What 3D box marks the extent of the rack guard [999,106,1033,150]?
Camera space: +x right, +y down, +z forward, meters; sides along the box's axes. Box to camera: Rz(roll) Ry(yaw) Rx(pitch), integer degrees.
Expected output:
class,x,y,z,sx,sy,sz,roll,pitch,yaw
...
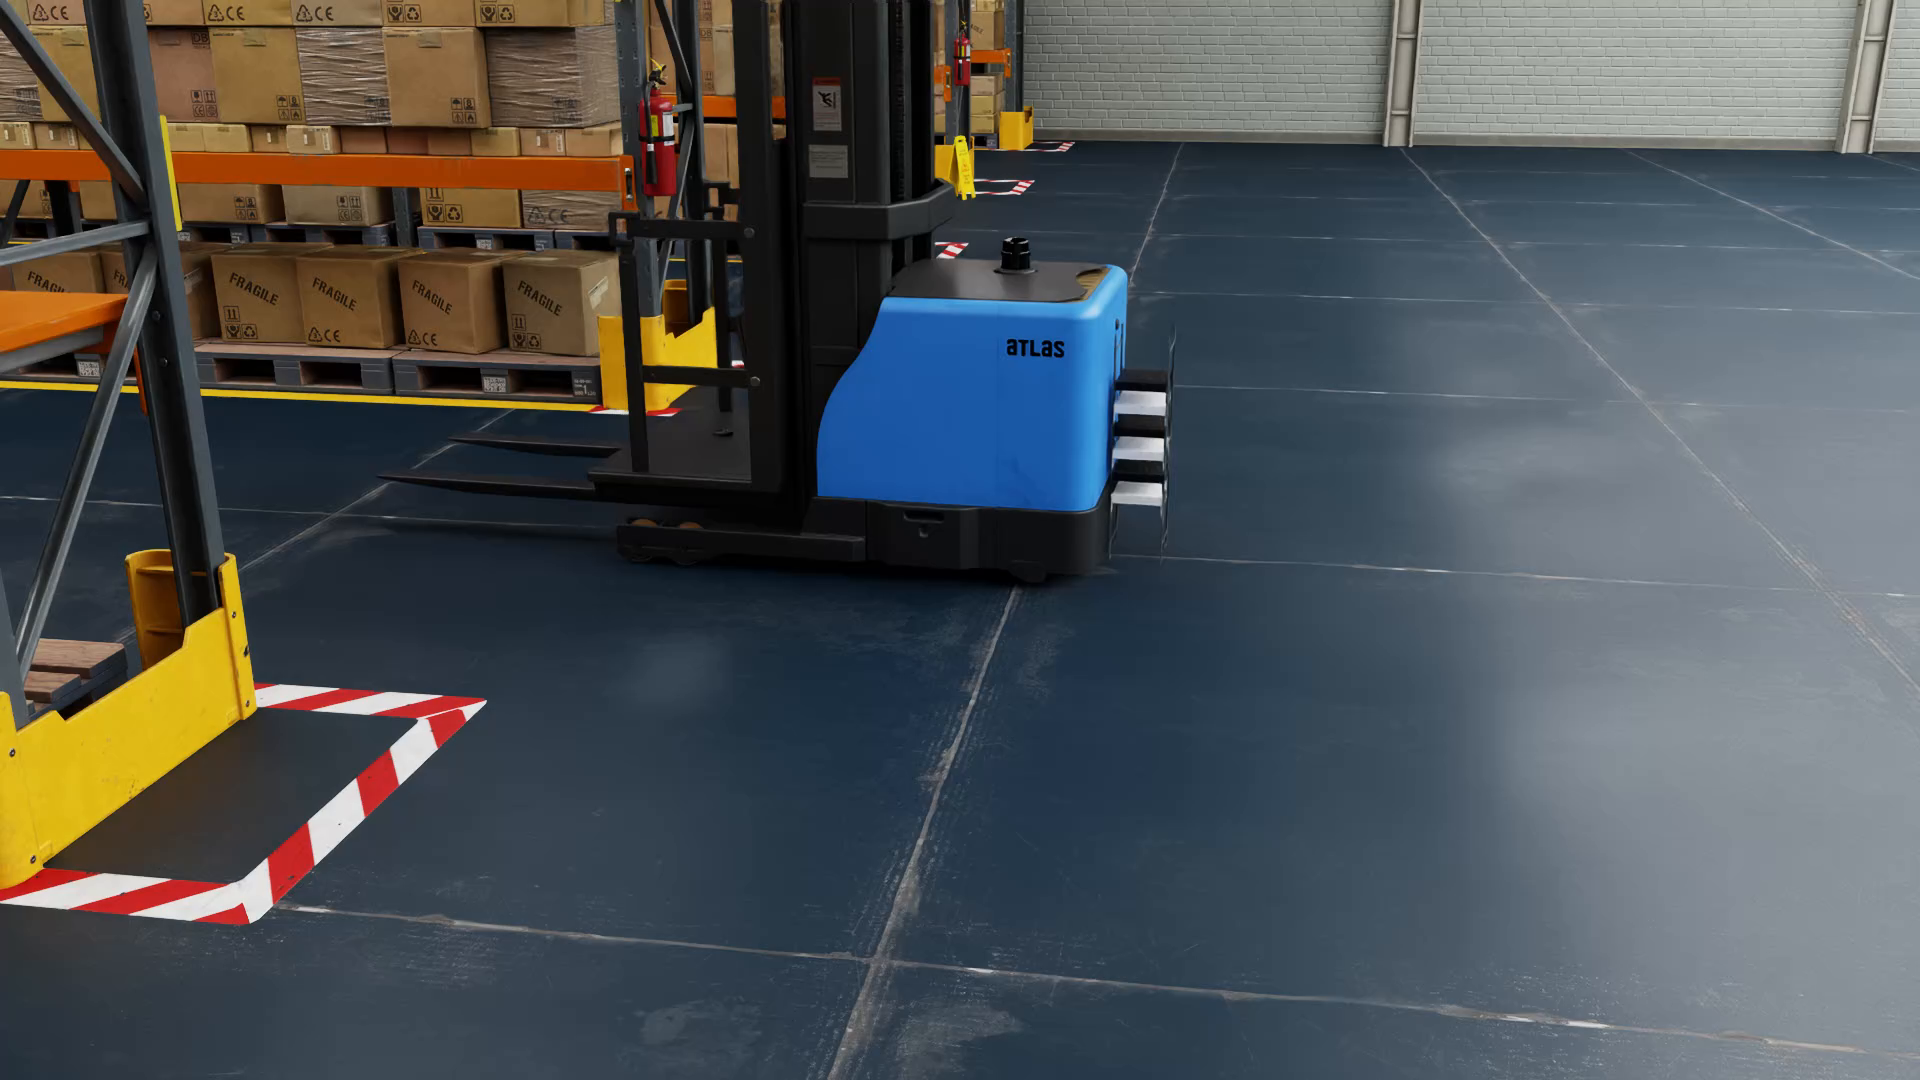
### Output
class,x,y,z,sx,sy,sz,roll,pitch,yaw
rack guard,0.790,-5.767,23.250,0.348,0.500,1.175,3,19,9

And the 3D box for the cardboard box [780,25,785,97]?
class,x,y,z,sx,sy,sz,roll,pitch,yaw
cardboard box,-1.077,-3.918,13.548,0.550,0.550,0.875,3,19,9

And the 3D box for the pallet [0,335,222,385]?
class,x,y,z,sx,sy,sz,roll,pitch,yaw
pallet,-4.870,-1.150,9.906,1.213,0.211,1.003,3,19,9

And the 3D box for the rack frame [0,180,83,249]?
class,x,y,z,sx,sy,sz,roll,pitch,yaw
rack frame,-5.539,-2.495,9.532,0.127,3.000,1.000,3,19,9

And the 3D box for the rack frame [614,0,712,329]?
class,x,y,z,sx,sy,sz,roll,pitch,yaw
rack frame,-1.590,-2.293,8.930,0.127,3.000,1.000,3,19,9

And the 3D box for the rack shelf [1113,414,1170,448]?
class,x,y,z,sx,sy,sz,roll,pitch,yaw
rack shelf,0.712,-0.431,6.496,0.200,0.077,0.258,4,19,11

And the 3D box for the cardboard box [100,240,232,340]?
class,x,y,z,sx,sy,sz,roll,pitch,yaw
cardboard box,-4.584,-1.449,9.685,0.500,0.500,0.500,9,21,26

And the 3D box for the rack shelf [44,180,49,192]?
class,x,y,z,sx,sy,sz,roll,pitch,yaw
rack shelf,-7.514,-2.254,9.947,4.000,0.370,1.077,3,19,9

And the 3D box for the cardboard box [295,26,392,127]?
class,x,y,z,sx,sy,sz,roll,pitch,yaw
cardboard box,-3.128,-2.544,9.054,0.500,0.500,0.875,3,19,9

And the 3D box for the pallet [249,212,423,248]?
class,x,y,z,sx,sy,sz,roll,pitch,yaw
pallet,-5.426,-2.736,14.649,1.213,0.211,1.003,3,19,9

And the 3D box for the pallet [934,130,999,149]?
class,x,y,z,sx,sy,sz,roll,pitch,yaw
pallet,0.004,-5.656,23.375,1.213,0.211,1.003,3,19,9

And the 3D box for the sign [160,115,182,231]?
class,x,y,z,sx,sy,sz,roll,pitch,yaw
sign,-2.284,-1.045,4.763,0.005,0.325,0.100,3,19,9

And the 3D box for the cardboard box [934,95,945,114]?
class,x,y,z,sx,sy,sz,roll,pitch,yaw
cardboard box,-0.258,-6.041,23.013,0.500,0.250,0.500,3,19,8

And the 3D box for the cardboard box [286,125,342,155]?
class,x,y,z,sx,sy,sz,roll,pitch,yaw
cardboard box,-3.402,-2.167,8.947,0.250,0.149,0.380,3,19,9

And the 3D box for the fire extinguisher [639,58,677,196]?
class,x,y,z,sx,sy,sz,roll,pitch,yaw
fire extinguisher,-1.550,-2.107,8.494,0.183,0.674,0.296,3,19,9

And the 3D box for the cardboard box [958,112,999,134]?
class,x,y,z,sx,sy,sz,roll,pitch,yaw
cardboard box,0.252,-5.773,23.002,0.500,0.250,0.500,3,19,9

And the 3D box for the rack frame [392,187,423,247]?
class,x,y,z,sx,sy,sz,roll,pitch,yaw
rack frame,-4.653,-4.044,14.161,0.127,3.000,1.000,3,19,9

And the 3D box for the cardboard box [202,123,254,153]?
class,x,y,z,sx,sy,sz,roll,pitch,yaw
cardboard box,-3.891,-2.199,9.044,0.250,0.149,0.380,3,19,9

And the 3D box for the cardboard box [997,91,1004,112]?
class,x,y,z,sx,sy,sz,roll,pitch,yaw
cardboard box,0.335,-6.174,23.413,0.500,0.250,0.500,3,19,10

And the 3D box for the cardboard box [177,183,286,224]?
class,x,y,z,sx,sy,sz,roll,pitch,yaw
cardboard box,-6.232,-3.229,14.609,0.750,0.750,1.050,3,19,9

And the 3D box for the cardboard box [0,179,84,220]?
class,x,y,z,sx,sy,sz,roll,pitch,yaw
cardboard box,-8.015,-3.318,14.877,0.750,0.750,1.050,3,19,8

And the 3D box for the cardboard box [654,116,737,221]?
class,x,y,z,sx,sy,sz,roll,pitch,yaw
cardboard box,-2.252,-3.091,14.000,0.875,0.875,0.875,3,19,8

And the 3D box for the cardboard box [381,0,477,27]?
class,x,y,z,sx,sy,sz,roll,pitch,yaw
cardboard box,-2.667,-2.930,8.629,0.500,0.500,0.500,3,19,9

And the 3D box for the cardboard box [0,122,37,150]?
class,x,y,z,sx,sy,sz,roll,pitch,yaw
cardboard box,-5.130,-2.254,9.208,0.250,0.149,0.380,3,19,9

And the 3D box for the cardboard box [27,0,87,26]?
class,x,y,z,sx,sy,sz,roll,pitch,yaw
cardboard box,-4.641,-3.030,8.930,0.500,0.500,0.500,3,19,9

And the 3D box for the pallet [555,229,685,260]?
class,x,y,z,sx,sy,sz,roll,pitch,yaw
pallet,-2.706,-2.598,14.234,1.213,0.211,1.003,3,19,9

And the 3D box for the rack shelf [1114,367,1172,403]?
class,x,y,z,sx,sy,sz,roll,pitch,yaw
rack shelf,0.712,-0.602,6.439,0.200,0.077,0.258,4,19,11

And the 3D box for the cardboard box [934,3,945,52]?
class,x,y,z,sx,sy,sz,roll,pitch,yaw
cardboard box,-0.442,-5.697,18.477,0.500,0.500,0.500,3,19,8

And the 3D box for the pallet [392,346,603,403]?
class,x,y,z,sx,sy,sz,roll,pitch,yaw
pallet,-2.461,-1.027,9.539,1.213,0.211,1.003,3,19,9

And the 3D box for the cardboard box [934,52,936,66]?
class,x,y,z,sx,sy,sz,roll,pitch,yaw
cardboard box,-0.421,-5.231,18.105,0.250,0.149,0.380,4,19,10

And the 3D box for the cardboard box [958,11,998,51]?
class,x,y,z,sx,sy,sz,roll,pitch,yaw
cardboard box,0.238,-6.943,22.669,0.500,0.500,0.500,3,19,7

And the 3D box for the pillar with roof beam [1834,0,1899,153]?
class,x,y,z,sx,sy,sz,roll,pitch,yaw
pillar with roof beam,11.387,-8.163,17.018,0.400,9.000,9.100,3,19,9

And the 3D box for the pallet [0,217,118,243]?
class,x,y,z,sx,sy,sz,roll,pitch,yaw
pallet,-7.835,-2.859,15.016,1.213,0.211,1.003,3,19,9

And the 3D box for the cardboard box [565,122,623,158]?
class,x,y,z,sx,sy,sz,roll,pitch,yaw
cardboard box,-1.904,-2.124,8.819,0.250,0.149,0.380,3,19,9

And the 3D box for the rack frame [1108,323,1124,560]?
class,x,y,z,sx,sy,sz,roll,pitch,yaw
rack frame,0.613,-0.384,6.534,0.006,0.900,0.240,4,19,11

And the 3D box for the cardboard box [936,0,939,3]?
class,x,y,z,sx,sy,sz,roll,pitch,yaw
cardboard box,-0.367,-7.290,22.683,0.250,0.149,0.380,3,19,8

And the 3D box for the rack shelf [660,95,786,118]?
class,x,y,z,sx,sy,sz,roll,pitch,yaw
rack shelf,-2.678,-3.602,13.974,4.000,0.370,1.077,3,19,9

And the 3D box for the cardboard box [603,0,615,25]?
class,x,y,z,sx,sy,sz,roll,pitch,yaw
cardboard box,-2.090,-3.069,9.046,0.500,0.500,0.500,3,19,9

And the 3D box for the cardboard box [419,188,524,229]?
class,x,y,z,sx,sy,sz,roll,pitch,yaw
cardboard box,-4.043,-3.181,14.271,0.875,0.875,0.875,3,19,9

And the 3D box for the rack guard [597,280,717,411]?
class,x,y,z,sx,sy,sz,roll,pitch,yaw
rack guard,-1.665,-1.112,9.338,0.348,0.500,1.175,3,19,9

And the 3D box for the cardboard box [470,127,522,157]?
class,x,y,z,sx,sy,sz,roll,pitch,yaw
cardboard box,-2.406,-2.133,8.847,0.250,0.149,0.380,3,19,9

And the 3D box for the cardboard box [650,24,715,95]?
class,x,y,z,sx,sy,sz,roll,pitch,yaw
cardboard box,-2.156,-4.006,13.813,0.550,0.550,0.875,3,19,9

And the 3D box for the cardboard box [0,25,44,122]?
class,x,y,z,sx,sy,sz,roll,pitch,yaw
cardboard box,-5.105,-2.641,9.343,0.500,0.500,0.875,3,19,9

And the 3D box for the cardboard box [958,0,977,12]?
class,x,y,z,sx,sy,sz,roll,pitch,yaw
cardboard box,0.122,-7.242,22.539,0.250,0.149,0.380,3,19,10

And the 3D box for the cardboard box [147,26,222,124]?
class,x,y,z,sx,sy,sz,roll,pitch,yaw
cardboard box,-4.107,-2.611,9.254,0.500,0.500,0.875,3,19,9

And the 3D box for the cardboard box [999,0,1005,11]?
class,x,y,z,sx,sy,sz,roll,pitch,yaw
cardboard box,0.472,-7.407,23.032,0.250,0.149,0.380,2,19,7

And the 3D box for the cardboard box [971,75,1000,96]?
class,x,y,z,sx,sy,sz,roll,pitch,yaw
cardboard box,0.262,-6.248,22.845,0.500,0.250,0.500,4,19,10

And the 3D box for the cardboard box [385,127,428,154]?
class,x,y,z,sx,sy,sz,roll,pitch,yaw
cardboard box,-2.890,-2.176,8.975,0.250,0.149,0.380,3,19,9

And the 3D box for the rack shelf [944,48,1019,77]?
class,x,y,z,sx,sy,sz,roll,pitch,yaw
rack shelf,-1.209,-6.713,23.272,4.000,0.370,1.077,3,19,9

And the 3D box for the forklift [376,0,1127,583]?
class,x,y,z,sx,sy,sz,roll,pitch,yaw
forklift,-0.878,-1.449,6.515,3.031,2.935,1.130,4,19,11

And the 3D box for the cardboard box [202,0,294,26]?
class,x,y,z,sx,sy,sz,roll,pitch,yaw
cardboard box,-3.652,-2.983,8.790,0.500,0.500,0.500,3,19,9

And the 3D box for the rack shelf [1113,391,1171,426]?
class,x,y,z,sx,sy,sz,roll,pitch,yaw
rack shelf,0.712,-0.517,6.467,0.200,0.077,0.258,4,19,11

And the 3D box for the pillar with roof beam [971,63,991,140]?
class,x,y,z,sx,sy,sz,roll,pitch,yaw
pillar with roof beam,-0.462,-8.767,18.823,0.400,9.000,9.100,3,19,9

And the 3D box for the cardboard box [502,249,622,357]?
class,x,y,z,sx,sy,sz,roll,pitch,yaw
cardboard box,-2.204,-1.344,9.370,0.500,0.500,0.500,7,20,19

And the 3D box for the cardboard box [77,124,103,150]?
class,x,y,z,sx,sy,sz,roll,pitch,yaw
cardboard box,-4.630,-2.240,9.167,0.250,0.149,0.380,3,19,9

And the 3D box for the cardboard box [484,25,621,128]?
class,x,y,z,sx,sy,sz,roll,pitch,yaw
cardboard box,-2.128,-2.518,8.975,0.500,0.500,0.875,3,19,9

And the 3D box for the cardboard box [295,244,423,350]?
class,x,y,z,sx,sy,sz,roll,pitch,yaw
cardboard box,-3.414,-1.401,9.539,0.500,0.500,0.500,5,19,14

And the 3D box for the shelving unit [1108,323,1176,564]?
class,x,y,z,sx,sy,sz,roll,pitch,yaw
shelving unit,0.712,-0.378,6.514,0.210,0.900,0.258,4,19,11

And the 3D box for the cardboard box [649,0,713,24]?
class,x,y,z,sx,sy,sz,roll,pitch,yaw
cardboard box,-2.152,-4.526,13.664,0.550,0.550,0.875,3,19,9
